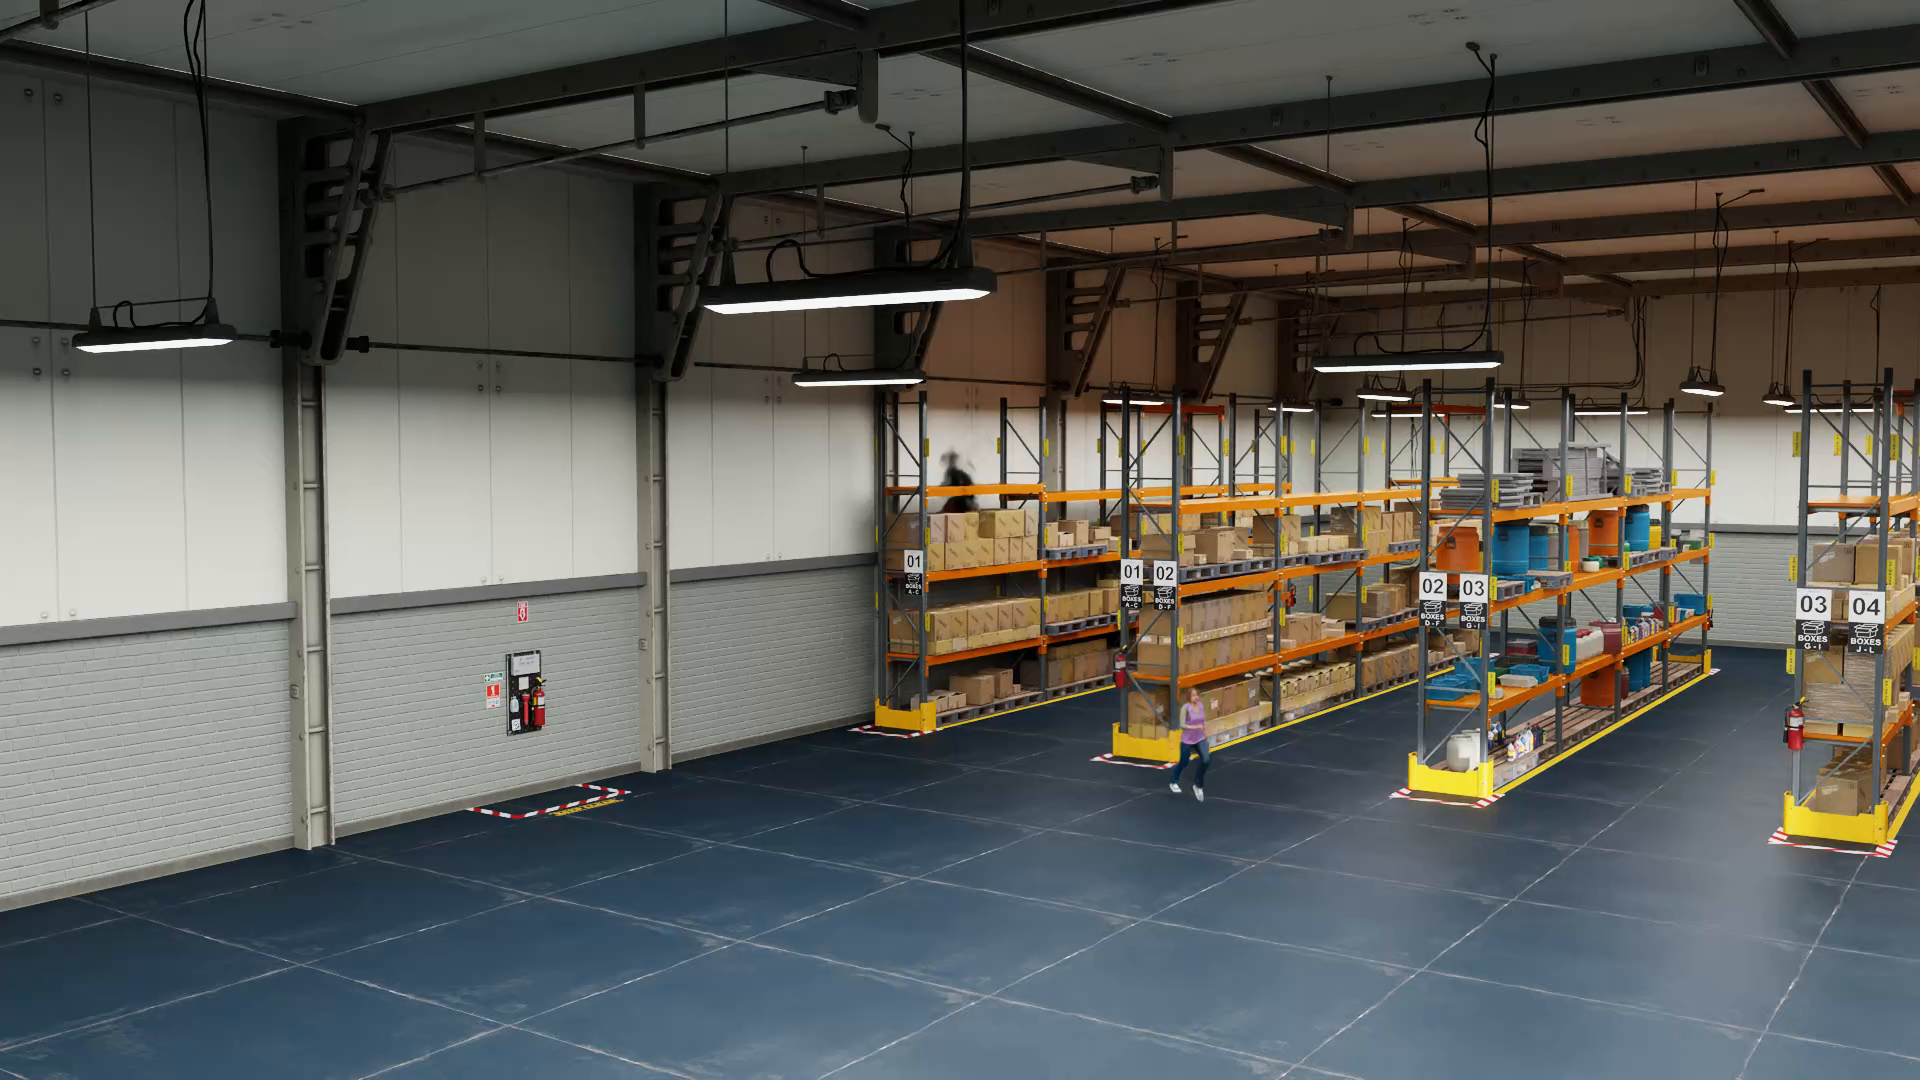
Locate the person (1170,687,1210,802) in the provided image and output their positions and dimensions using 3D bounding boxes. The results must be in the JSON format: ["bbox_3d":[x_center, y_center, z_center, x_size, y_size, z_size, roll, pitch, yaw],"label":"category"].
[{"bbox_3d":[3.313,2.889,23.678,0.547,1.613,0.822,-1,3,-22],"label":"person"}]
